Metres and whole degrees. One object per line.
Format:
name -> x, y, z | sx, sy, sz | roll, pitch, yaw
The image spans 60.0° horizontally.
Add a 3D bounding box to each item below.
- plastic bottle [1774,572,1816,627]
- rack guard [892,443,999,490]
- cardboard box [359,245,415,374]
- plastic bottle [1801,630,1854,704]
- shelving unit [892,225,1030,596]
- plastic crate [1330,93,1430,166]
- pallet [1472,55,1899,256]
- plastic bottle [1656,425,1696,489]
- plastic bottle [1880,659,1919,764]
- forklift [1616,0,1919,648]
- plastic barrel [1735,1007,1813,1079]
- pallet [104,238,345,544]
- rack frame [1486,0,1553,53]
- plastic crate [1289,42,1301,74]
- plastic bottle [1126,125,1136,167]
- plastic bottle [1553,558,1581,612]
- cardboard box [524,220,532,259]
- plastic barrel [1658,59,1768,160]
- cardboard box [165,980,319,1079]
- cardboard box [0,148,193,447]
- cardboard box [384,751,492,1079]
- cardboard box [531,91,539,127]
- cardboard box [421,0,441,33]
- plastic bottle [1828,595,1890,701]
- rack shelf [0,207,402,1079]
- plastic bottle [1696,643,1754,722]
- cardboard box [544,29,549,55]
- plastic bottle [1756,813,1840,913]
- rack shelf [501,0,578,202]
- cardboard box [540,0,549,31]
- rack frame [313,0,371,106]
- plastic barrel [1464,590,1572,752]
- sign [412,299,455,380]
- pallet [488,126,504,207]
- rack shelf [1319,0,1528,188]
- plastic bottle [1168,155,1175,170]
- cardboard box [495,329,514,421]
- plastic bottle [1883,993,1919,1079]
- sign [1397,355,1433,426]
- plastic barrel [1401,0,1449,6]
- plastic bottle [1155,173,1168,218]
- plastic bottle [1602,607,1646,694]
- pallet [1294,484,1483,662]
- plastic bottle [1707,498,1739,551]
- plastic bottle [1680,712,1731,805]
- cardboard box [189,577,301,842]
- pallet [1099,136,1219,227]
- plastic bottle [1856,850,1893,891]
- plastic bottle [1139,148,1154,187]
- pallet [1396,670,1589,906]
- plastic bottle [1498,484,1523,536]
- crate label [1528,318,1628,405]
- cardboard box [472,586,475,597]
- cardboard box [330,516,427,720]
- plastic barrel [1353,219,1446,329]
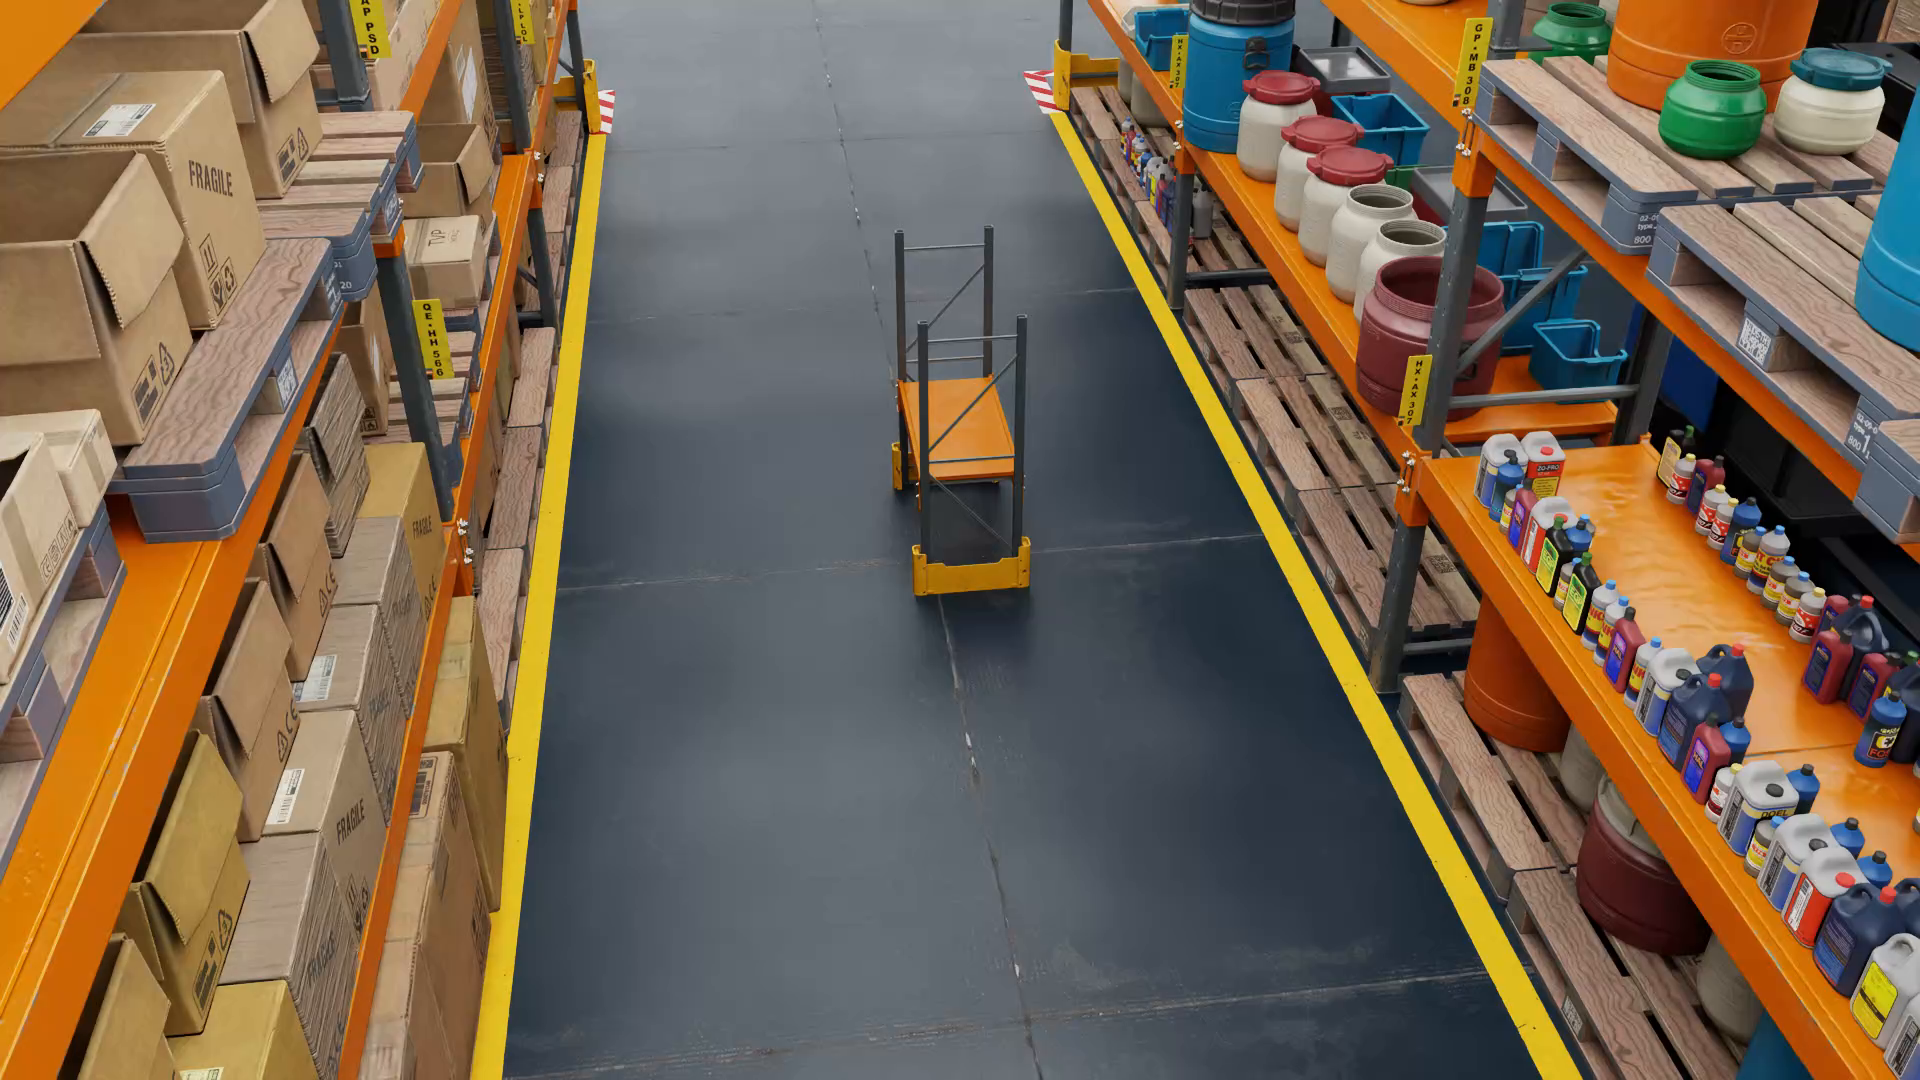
plastic bottle -> 2.999, 0.205, 5.962 | 0.097, 0.201, 0.097 | 0, 34, 0
rack guard -> -0.077, -0.424, 9.150 | 0.587, 0.250, 0.087 | -4, 35, -6
cardboard box -> -2.780, -1.033, 7.140 | 0.700, 0.500, 0.500 | 0, 34, 1
plastic bottle -> 2.928, 0.403, 5.599 | 0.061, 0.283, 0.133 | -4, 35, -6
shelving unit -> -0.010, -0.662, 8.390 | 0.587, 1.500, 1.083 | -4, 35, -6
plastic crate -> 2.333, -2.224, 9.365 | 0.392, 0.384, 0.575 | -4, 35, -6
pallet -> 2.421, -1.318, 5.525 | 1.003, 0.211, 1.213 | -4, 35, -6
plastic bottle -> 2.892, -0.349, 6.702 | 0.061, 0.283, 0.133 | -4, 35, -6
plastic bottle -> 3.068, 0.530, 5.352 | 0.144, 0.351, 0.185 | -4, 35, -6
forklift -> 4.608, -1.321, 8.085 | 1.130, 2.935, 3.031 | -4, 34, -6
plastic barrel -> 2.801, 1.635, 5.178 | 0.600, 0.901, 0.708 | -4, 35, -6
pallet -> -2.201, -0.398, 4.175 | 1.003, 0.211, 1.213 | -3, 34, -4
rack frame -> 2.415, -3.070, 5.264 | 1.000, 3.000, 0.127 | -4, 35, -6
plastic crate -> 1.932, -3.099, 10.689 | 0.767, 0.338, 0.504 | -4, 35, -6
plastic bottle -> 1.286, -2.951, 12.439 | 0.061, 0.283, 0.133 | -4, 34, -6
plastic bottle -> 2.221, 0.157, 6.033 | 0.097, 0.201, 0.097 | 0, 34, 0
cardboard box -> -3.130, -2.134, 11.064 | 0.500, 0.500, 0.500 | 6, 35, 9
plastic barrel -> 2.329, -1.331, 5.141 | 0.294, 0.245, 0.294 | 0, 34, 0
cardboard box -> -1.838, 1.419, 3.915 | 0.500, 0.500, 0.500 | -4, 35, -6
cardboard box -> -2.197, -0.533, 3.741 | 0.797, 0.503, 0.637 | -5, 35, -7
cardboard box -> -2.309, 1.373, 5.585 | 1.225, 0.875, 0.875 | -4, 35, -6
cardboard box -> -2.783, -2.627, 10.165 | 0.380, 0.149, 0.250 | -4, 35, -6
cardboard box -> -2.452, -2.248, 6.854 | 0.500, 0.250, 0.500 | -4, 34, -5
plastic bottle -> 3.026, 0.353, 5.613 | 0.144, 0.351, 0.185 | -4, 35, -6
rack shelf -> -2.224, -0.042, 4.123 | 1.077, 0.370, 4.000 | -4, 35, -6
plastic bottle -> 2.489, 0.472, 5.437 | 0.144, 0.351, 0.185 | -4, 35, -6
cardboard box -> -2.977, -3.323, 11.185 | 0.380, 0.149, 0.250 | -4, 35, -6
plastic bottle -> 2.444, 0.937, 4.822 | 0.152, 0.276, 0.135 | -4, 35, -6
rack shelf -> -3.300, -3.267, 11.519 | 1.077, 0.370, 4.000 | -4, 35, -6
cardboard box -> -3.256, -3.703, 11.167 | 0.875, 0.500, 0.500 | -4, 35, -6
rack frame -> -2.493, -2.695, 4.714 | 1.000, 3.000, 0.127 | -4, 35, -6
plastic barrel -> 2.497, 0.404, 7.048 | 0.600, 0.830, 0.708 | -4, 35, -6
sign -> -1.944, -0.738, 6.141 | 0.100, 0.325, 0.005 | -4, 35, -6
pallet -> -3.073, -1.931, 9.090 | 1.003, 0.211, 1.213 | -4, 35, -6
rack shelf -> 2.146, -2.649, 7.949 | 1.077, 0.370, 4.000 | -4, 35, -6
plastic bottle -> 1.523, -2.607, 11.933 | 0.061, 0.283, 0.133 | -4, 35, -6
cardboard box -> -2.925, -0.985, 9.361 | 0.700, 0.500, 0.500 | -5, 35, -7
plastic bottle -> 2.530, 1.293, 4.299 | 0.152, 0.276, 0.135 | -4, 35, -6
sign -> 1.870, -0.613, 6.841 | 0.100, 0.325, 0.005 | -4, 35, -6
plastic barrel -> 2.012, -2.465, 7.163 | 0.301, 0.262, 0.301 | 0, 34, 0
plastic bottle -> 1.415, -2.415, 11.651 | 0.061, 0.283, 0.133 | -2, 34, -3
plastic bottle -> 2.263, 0.372, 5.645 | 0.061, 0.283, 0.133 | -4, 35, -6
pallet -> 2.349, 0.126, 8.377 | 1.003, 0.211, 1.213 | -4, 35, -6
plastic bottle -> 2.933, -0.067, 6.360 | 0.097, 0.201, 0.097 | 0, 34, 0
plastic bottle -> 2.337, 0.679, 5.194 | 0.061, 0.283, 0.133 | -4, 35, -6
cardboard box -> -2.229, 0.475, 4.410 | 0.797, 0.503, 0.637 | -3, 34, -5
pallet -> 1.660, -2.731, 12.570 | 1.003, 0.211, 1.213 | -4, 35, -6
plastic bottle -> 2.583, 0.994, 4.742 | 0.097, 0.271, 0.097 | 0, 34, 0
plastic bottle -> 1.361, -2.714, 12.101 | 0.097, 0.271, 0.097 | 0, 34, 0
pallet -> 2.562, 0.998, 7.098 | 1.003, 0.211, 1.213 | -4, 35, -6
plastic bottle -> 2.154, -0.122, 6.441 | 0.097, 0.201, 0.097 | 0, 34, 0
crate label -> 2.729, -0.785, 7.387 | 0.303, 0.233, 0.416 | -4, 35, -6
cardboard box -> -2.603, 0.263, 7.529 | 0.700, 0.500, 0.500 | -6, 35, -9
cardboard box -> -2.120, 0.278, 5.589 | 0.500, 0.500, 0.500 | -5, 35, -7
plastic barrel -> 2.065, -1.195, 7.741 | 0.421, 0.512, 0.421 | 0, 34, 0
